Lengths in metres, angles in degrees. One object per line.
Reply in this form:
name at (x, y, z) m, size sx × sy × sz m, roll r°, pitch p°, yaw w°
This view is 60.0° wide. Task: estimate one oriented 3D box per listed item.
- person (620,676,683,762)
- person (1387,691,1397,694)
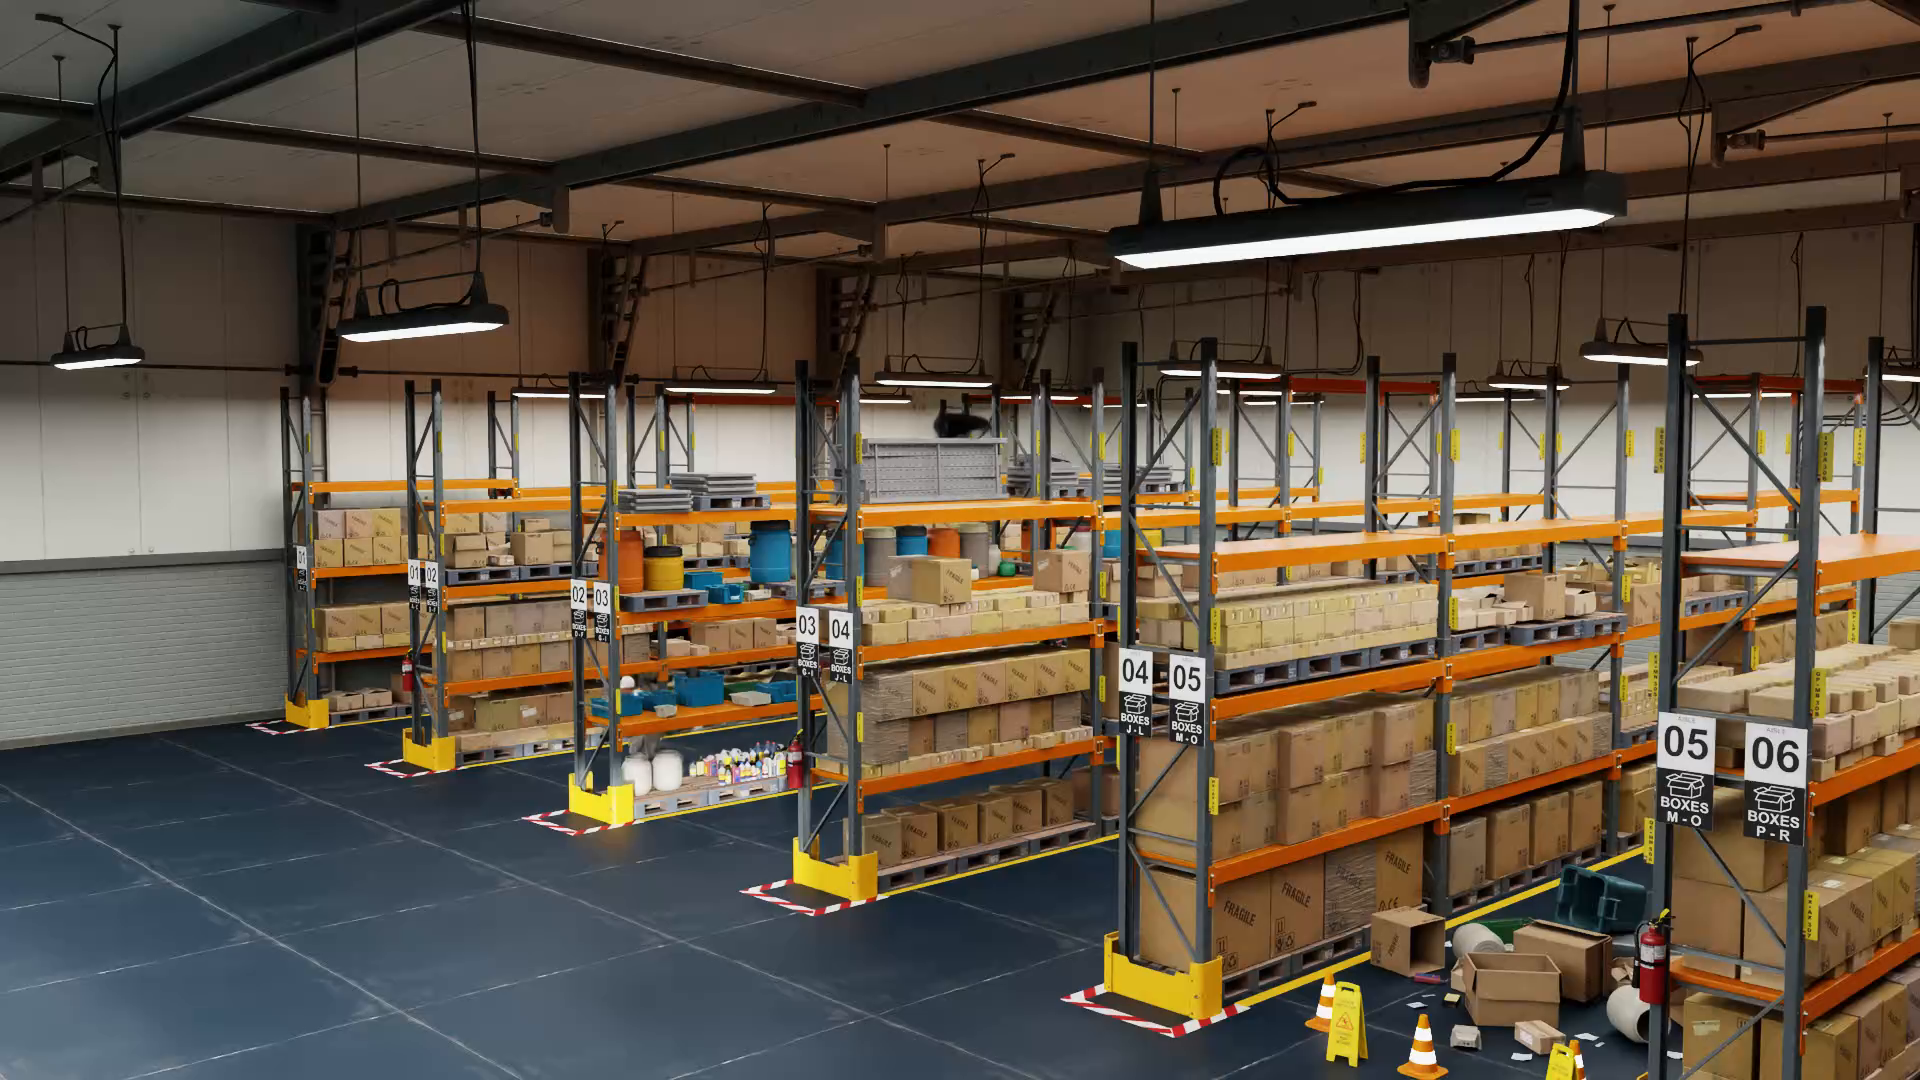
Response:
person at (-4.589, 2.799, 24.607) m, size 1.016 × 1.620 × 0.671 m, roll -2°, pitch 4°, yaw -26°
person at (6.204, 2.896, 23.134) m, size 0.700 × 1.682 × 0.991 m, roll 4°, pitch 5°, yaw 44°
